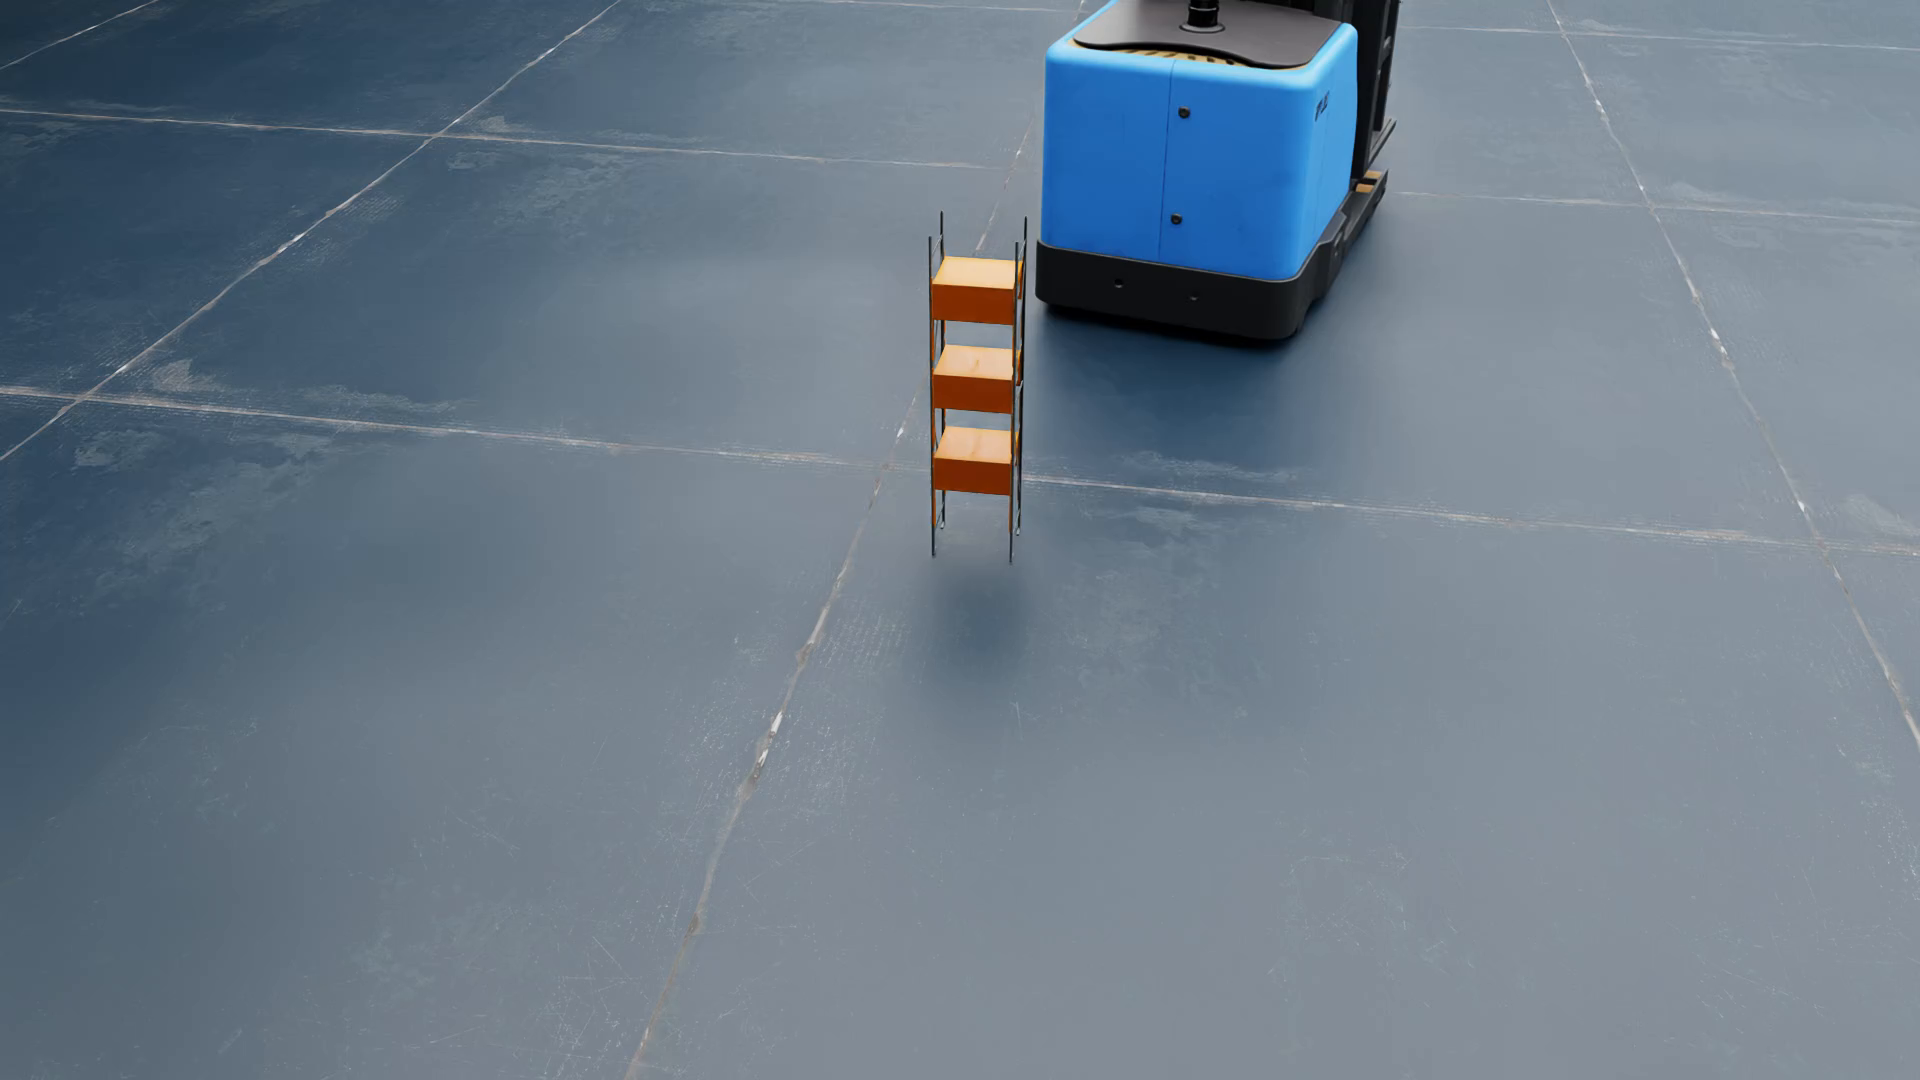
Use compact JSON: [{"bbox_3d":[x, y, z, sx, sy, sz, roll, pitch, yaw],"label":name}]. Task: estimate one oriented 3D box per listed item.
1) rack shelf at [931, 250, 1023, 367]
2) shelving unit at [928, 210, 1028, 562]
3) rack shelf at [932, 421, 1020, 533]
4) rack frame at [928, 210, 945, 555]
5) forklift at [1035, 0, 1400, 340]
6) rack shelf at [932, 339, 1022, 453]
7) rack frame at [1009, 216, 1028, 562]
[{"bbox_3d":[0.053,-0.672,4.819,0.240,0.259,0.215,5,32,8],"label":"rack shelf"},{"bbox_3d":[0.053,-0.440,4.964,0.252,1.050,0.215,5,32,8],"label":"shelving unit"},{"bbox_3d":[0.053,-0.196,5.117,0.240,0.259,0.215,5,32,8],"label":"rack shelf"},{"bbox_3d":[-0.068,-0.451,4.981,0.008,1.050,0.200,5,32,8],"label":"rack frame"},{"bbox_3d":[1.339,-2.773,6.917,1.130,2.935,3.031,13,34,19],"label":"forklift"},{"bbox_3d":[0.053,-0.431,4.969,0.240,0.259,0.215,5,32,8],"label":"rack shelf"},{"bbox_3d":[0.173,-0.429,4.946,0.008,1.050,0.200,5,32,8],"label":"rack frame"}]
